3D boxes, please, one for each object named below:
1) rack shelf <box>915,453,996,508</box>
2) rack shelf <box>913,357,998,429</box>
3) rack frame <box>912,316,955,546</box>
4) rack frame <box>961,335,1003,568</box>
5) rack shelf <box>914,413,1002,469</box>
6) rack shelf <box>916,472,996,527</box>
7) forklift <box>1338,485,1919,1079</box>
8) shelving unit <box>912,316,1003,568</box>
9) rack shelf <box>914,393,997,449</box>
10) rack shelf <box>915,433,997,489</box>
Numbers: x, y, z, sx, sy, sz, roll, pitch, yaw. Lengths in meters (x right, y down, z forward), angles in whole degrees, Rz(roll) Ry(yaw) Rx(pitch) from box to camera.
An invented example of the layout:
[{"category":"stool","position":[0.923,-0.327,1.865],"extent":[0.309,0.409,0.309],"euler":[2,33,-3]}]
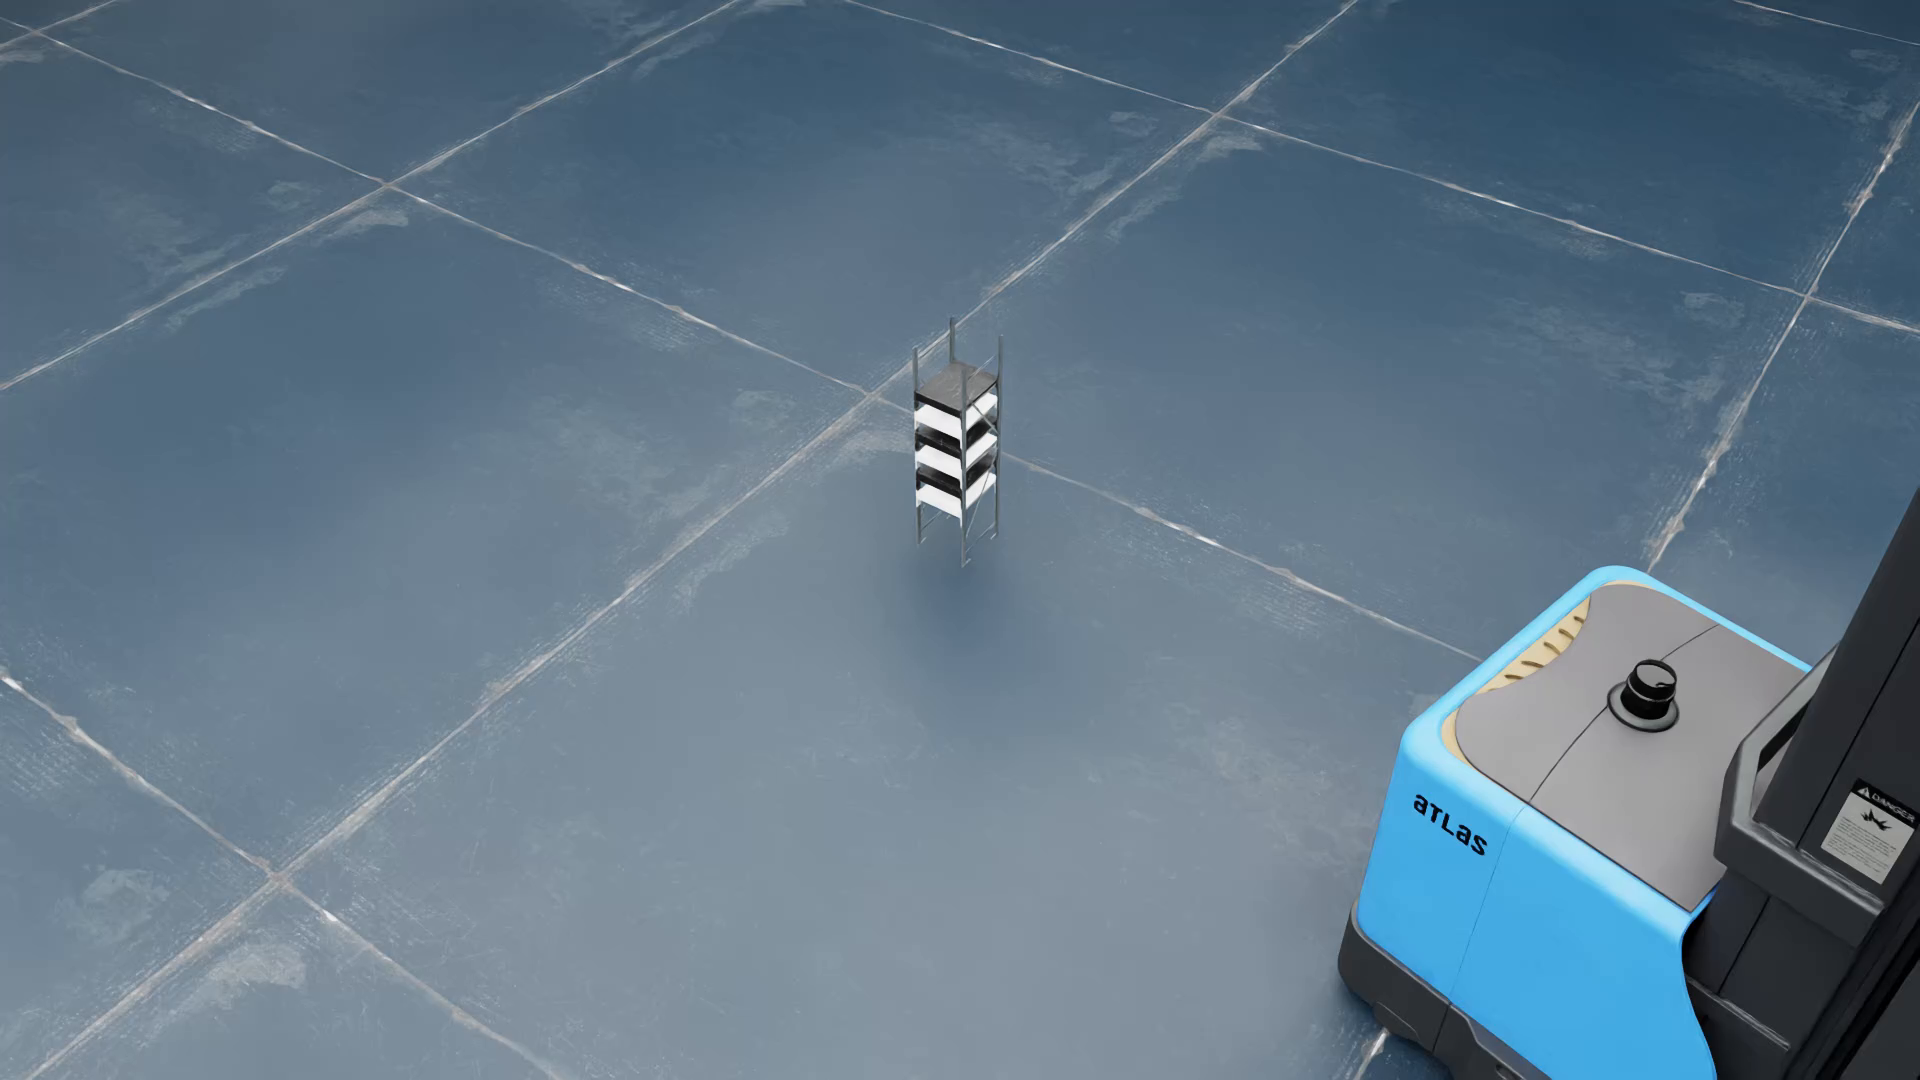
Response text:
[{"category":"rack shelf","position":[-0.007,-0.247,6.036],"extent":[0.200,0.077,0.258],"euler":[25,48,25]},{"category":"rack shelf","position":[-0.007,-0.515,5.796],"extent":[0.200,0.077,0.258],"euler":[25,48,25]},{"category":"rack frame","position":[-0.090,-0.377,5.997],"extent":[0.006,0.900,0.240],"euler":[25,48,25]},{"category":"rack frame","position":[0.077,-0.300,5.910],"extent":[0.006,0.900,0.240],"euler":[25,48,25]},{"category":"rack shelf","position":[-0.007,-0.381,5.916],"extent":[0.200,0.077,0.258],"euler":[25,48,25]},{"category":"rack shelf","position":[-0.007,-0.179,6.096],"extent":[0.200,0.077,0.258],"euler":[25,48,25]},{"category":"forklift","position":[2.448,0.695,3.275],"extent":[1.130,2.935,3.031],"euler":[-31,50,-30]},{"category":"shelving unit","position":[-0.007,-0.338,5.953],"extent":[0.210,0.900,0.258],"euler":[25,48,25]},{"category":"rack shelf","position":[-0.007,-0.448,5.856],"extent":[0.200,0.077,0.258],"euler":[25,48,25]},{"category":"rack shelf","position":[-0.007,-0.314,5.976],"extent":[0.200,0.077,0.258],"euler":[25,48,25]}]
